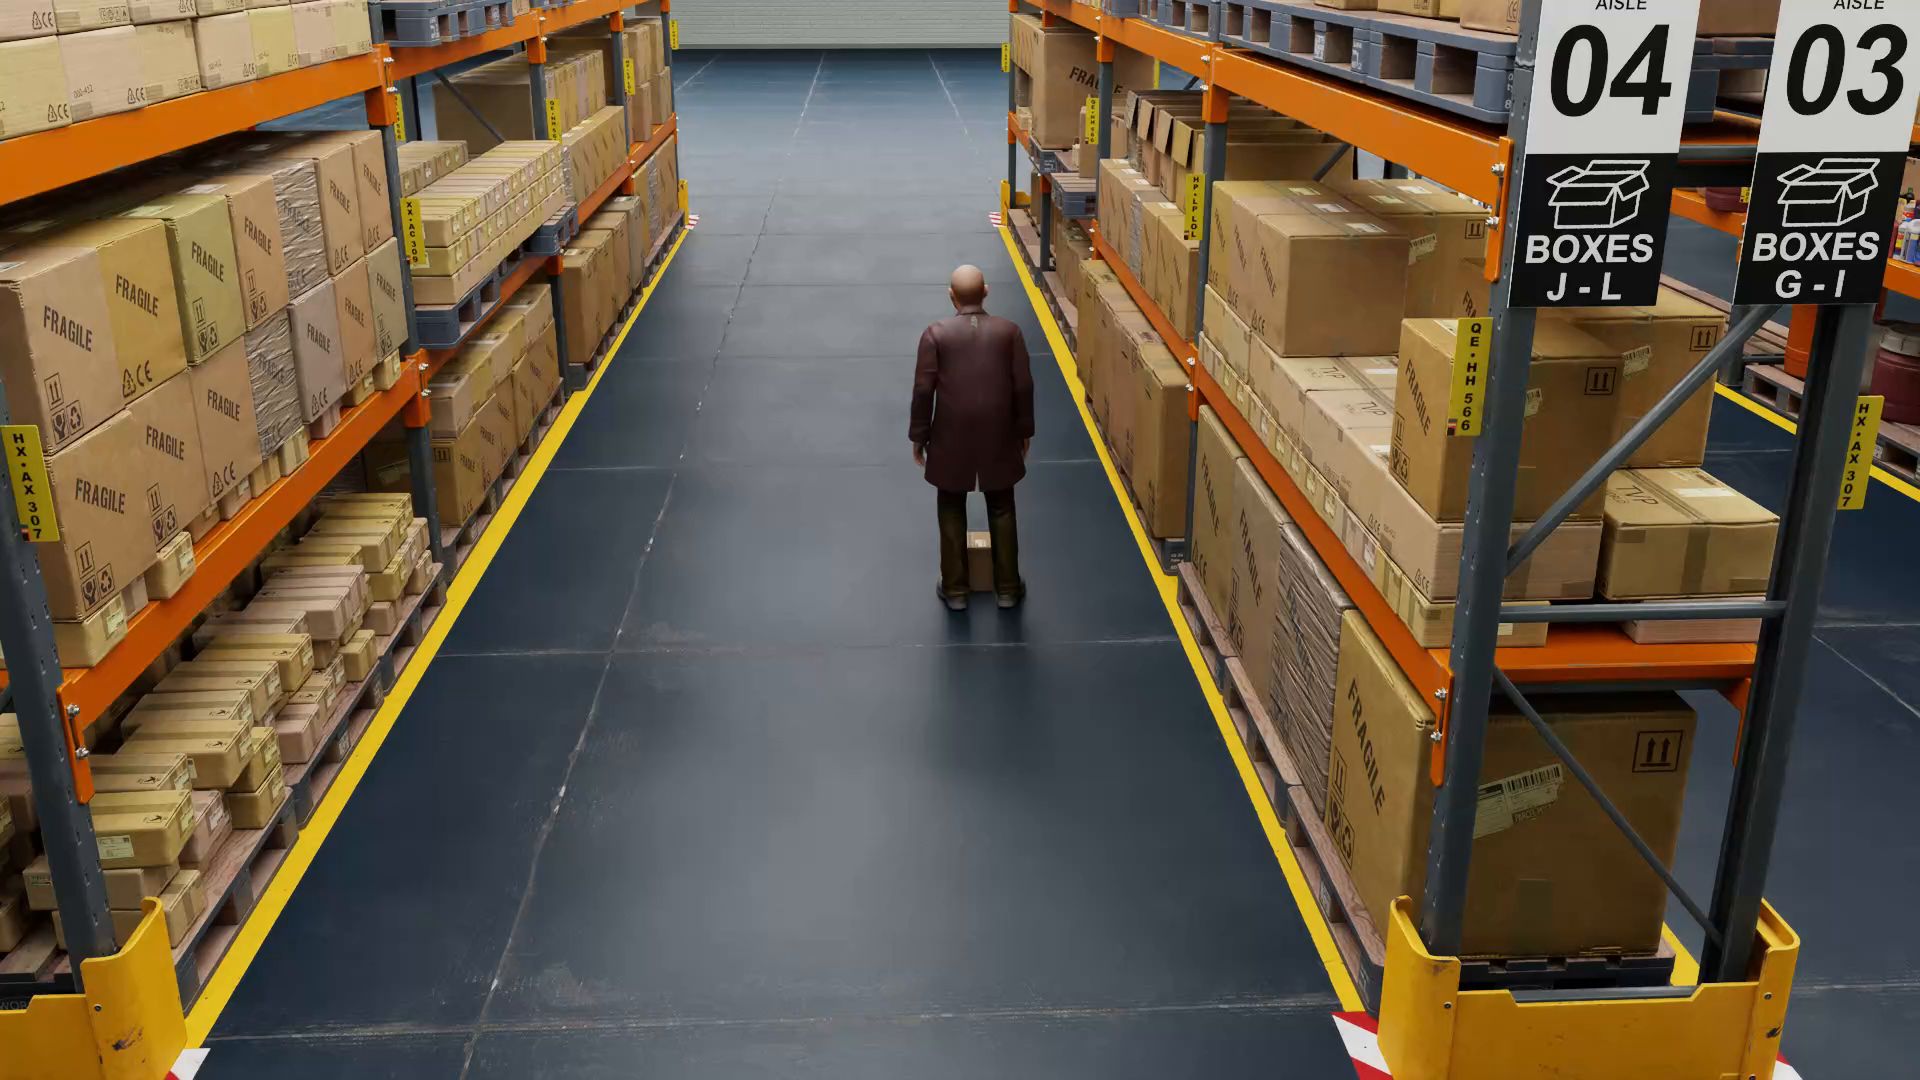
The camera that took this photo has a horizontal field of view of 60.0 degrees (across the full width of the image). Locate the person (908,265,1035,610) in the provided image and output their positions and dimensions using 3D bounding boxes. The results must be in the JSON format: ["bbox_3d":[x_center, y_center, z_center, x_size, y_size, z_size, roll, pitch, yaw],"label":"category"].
[{"bbox_3d":[0.061,-0.516,8.508,0.654,1.774,0.420,-2,20,-6],"label":"person"}]
